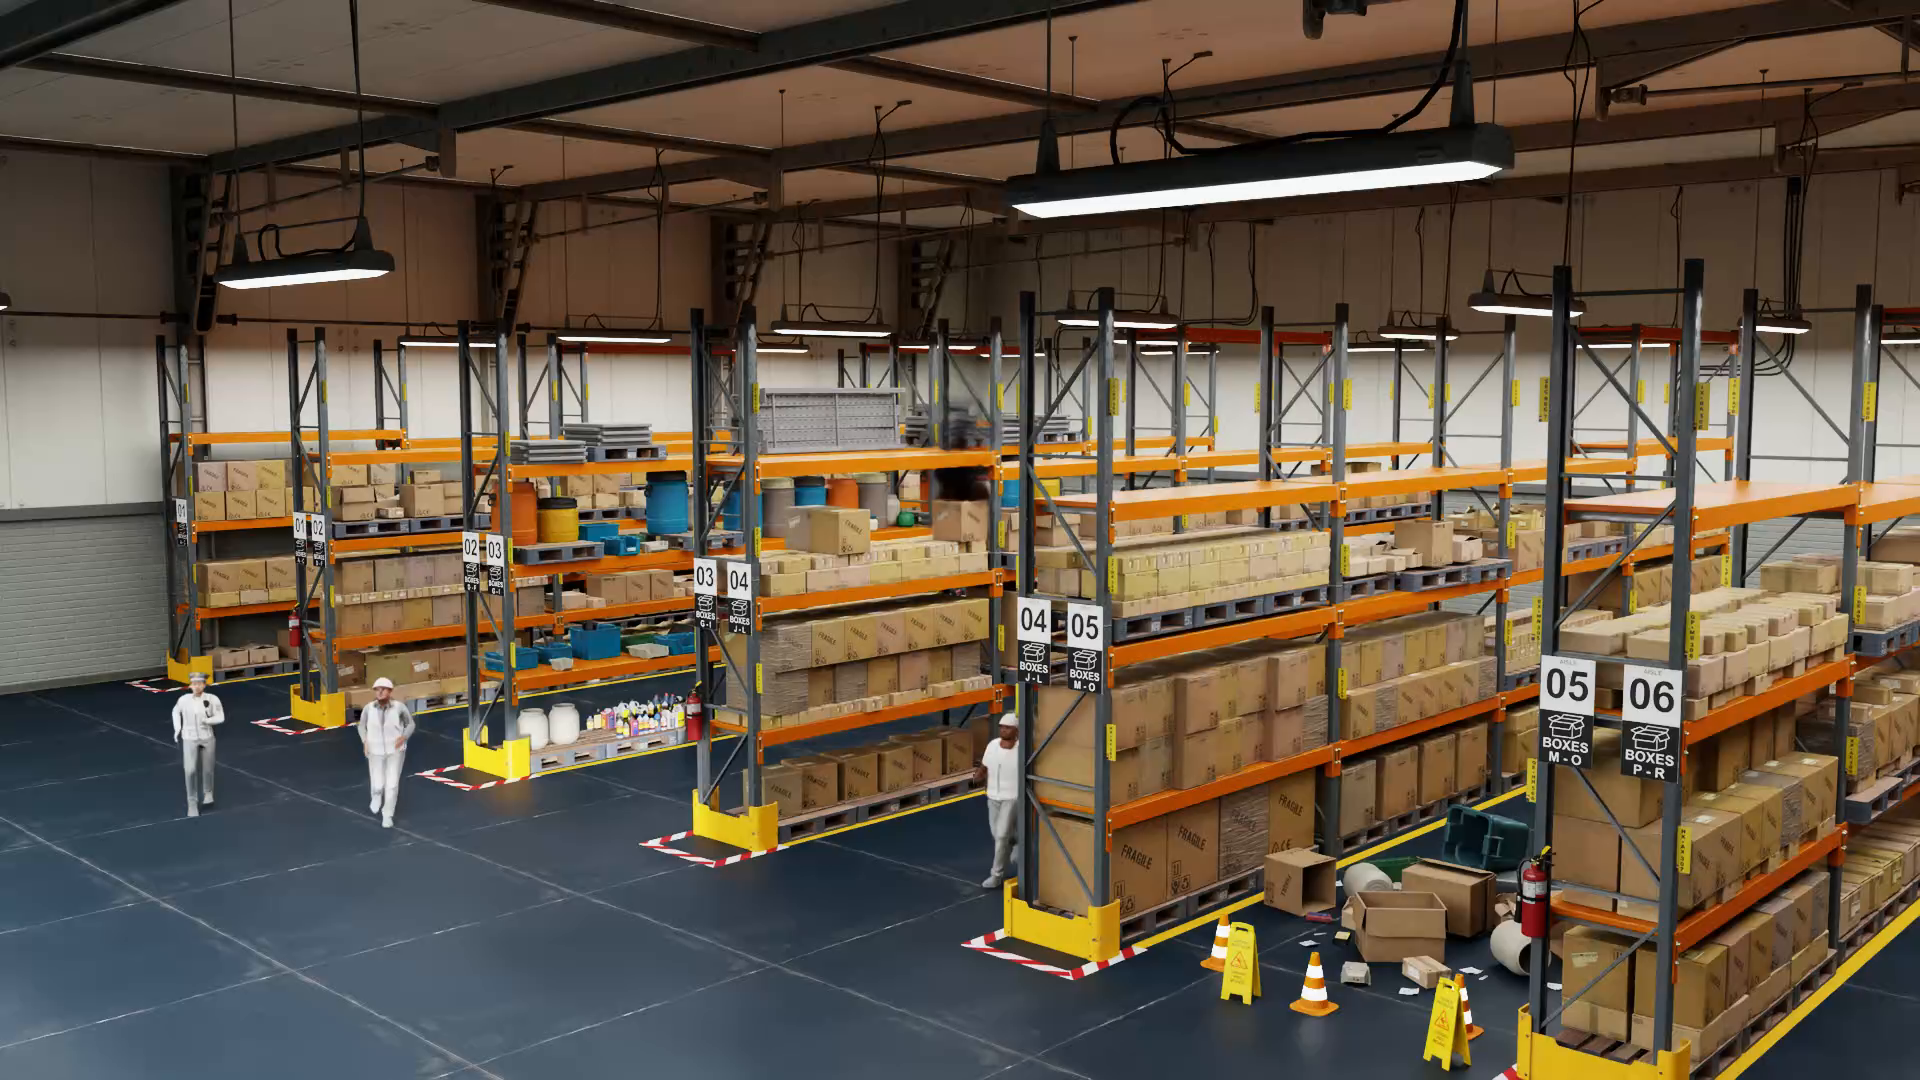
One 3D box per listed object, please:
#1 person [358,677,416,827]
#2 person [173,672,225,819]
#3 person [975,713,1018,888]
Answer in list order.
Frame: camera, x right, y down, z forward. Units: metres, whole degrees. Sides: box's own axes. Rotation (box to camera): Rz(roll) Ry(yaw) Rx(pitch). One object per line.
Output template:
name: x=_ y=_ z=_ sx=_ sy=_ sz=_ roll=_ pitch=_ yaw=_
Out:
person: x=-6.728 y=2.475 z=19.537 sx=0.654 sy=1.746 sz=0.627 roll=-1 pitch=6 yaw=-13
person: x=-9.171 y=2.443 z=20.051 sx=0.584 sy=1.750 sz=0.747 roll=-2 pitch=6 yaw=-22
person: x=0.482 y=2.661 z=17.222 sx=0.703 sy=1.740 sz=0.934 roll=4 pitch=7 yaw=35
